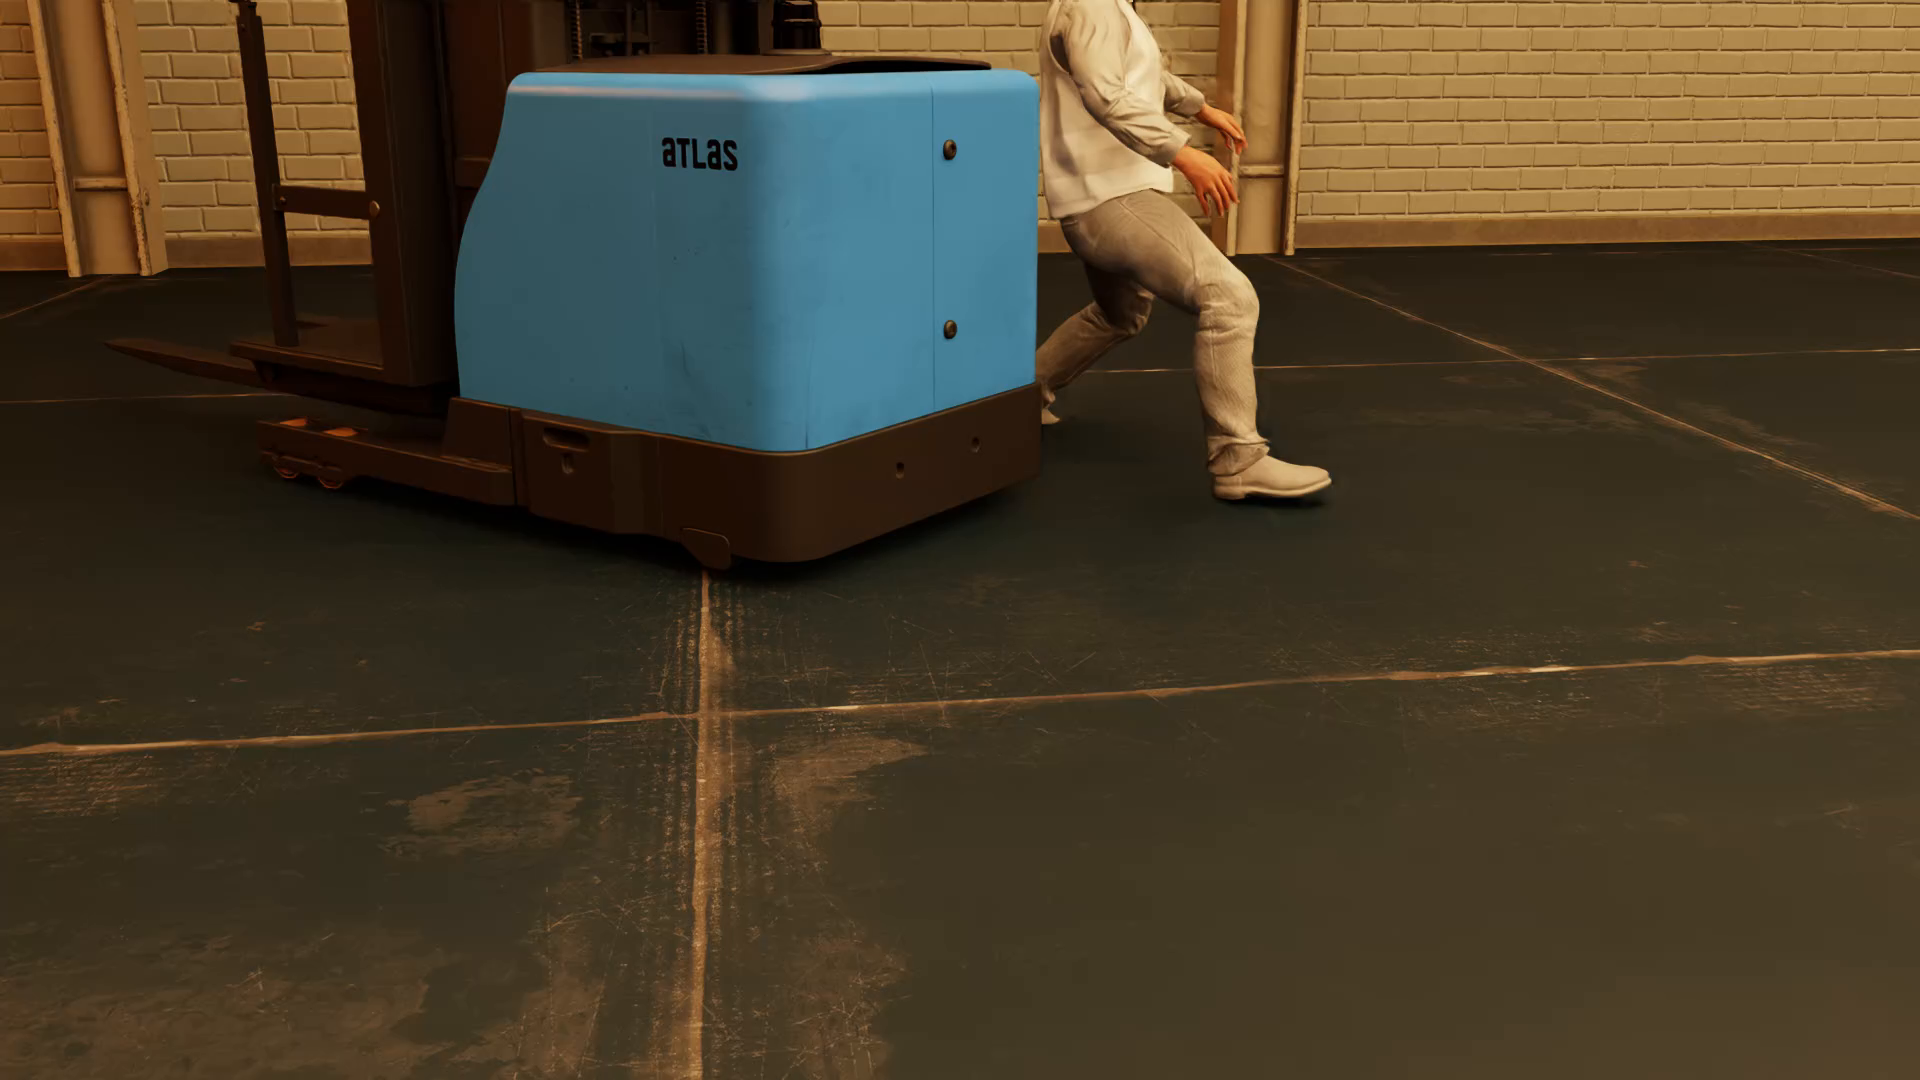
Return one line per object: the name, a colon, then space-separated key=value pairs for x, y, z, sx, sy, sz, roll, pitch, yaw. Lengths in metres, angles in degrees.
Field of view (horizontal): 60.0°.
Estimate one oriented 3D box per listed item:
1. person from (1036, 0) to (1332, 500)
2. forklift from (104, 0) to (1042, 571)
person: x=0.533 y=-0.966 z=4.530 sx=0.970 sy=1.640 sz=1.018 roll=2 pitch=17 yaw=8
forklift: x=-1.290 y=-1.647 z=4.353 sx=3.031 sy=2.935 sz=1.130 roll=11 pitch=20 yaw=33
